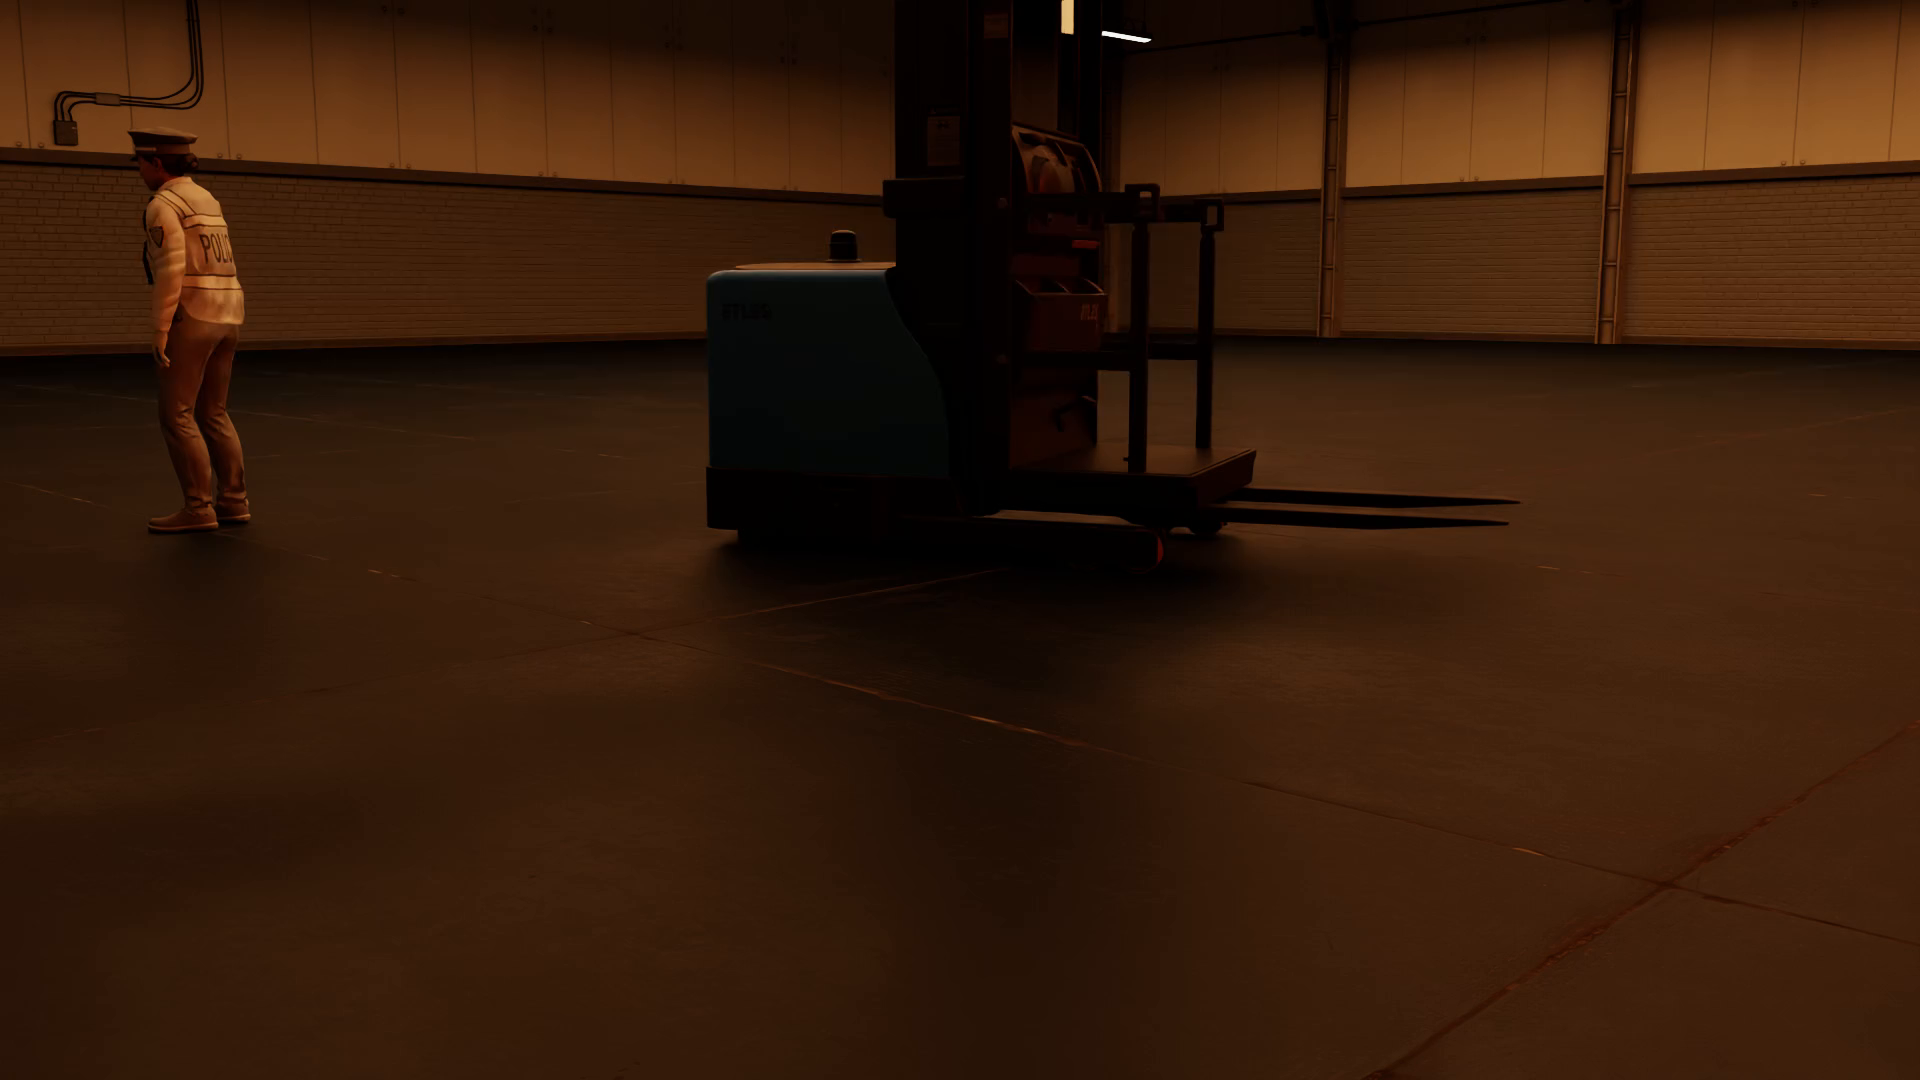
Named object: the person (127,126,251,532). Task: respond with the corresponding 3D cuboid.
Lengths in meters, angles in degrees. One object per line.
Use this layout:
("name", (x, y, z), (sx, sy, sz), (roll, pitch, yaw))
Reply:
("person", (-3.213, -0.870, 6.950), (0.376, 1.653, 0.528), (1, 9, 6))

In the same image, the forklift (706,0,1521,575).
("forklift", (0.565, -1.416, 6.275), (3.031, 2.935, 1.130), (3, 9, 22))
